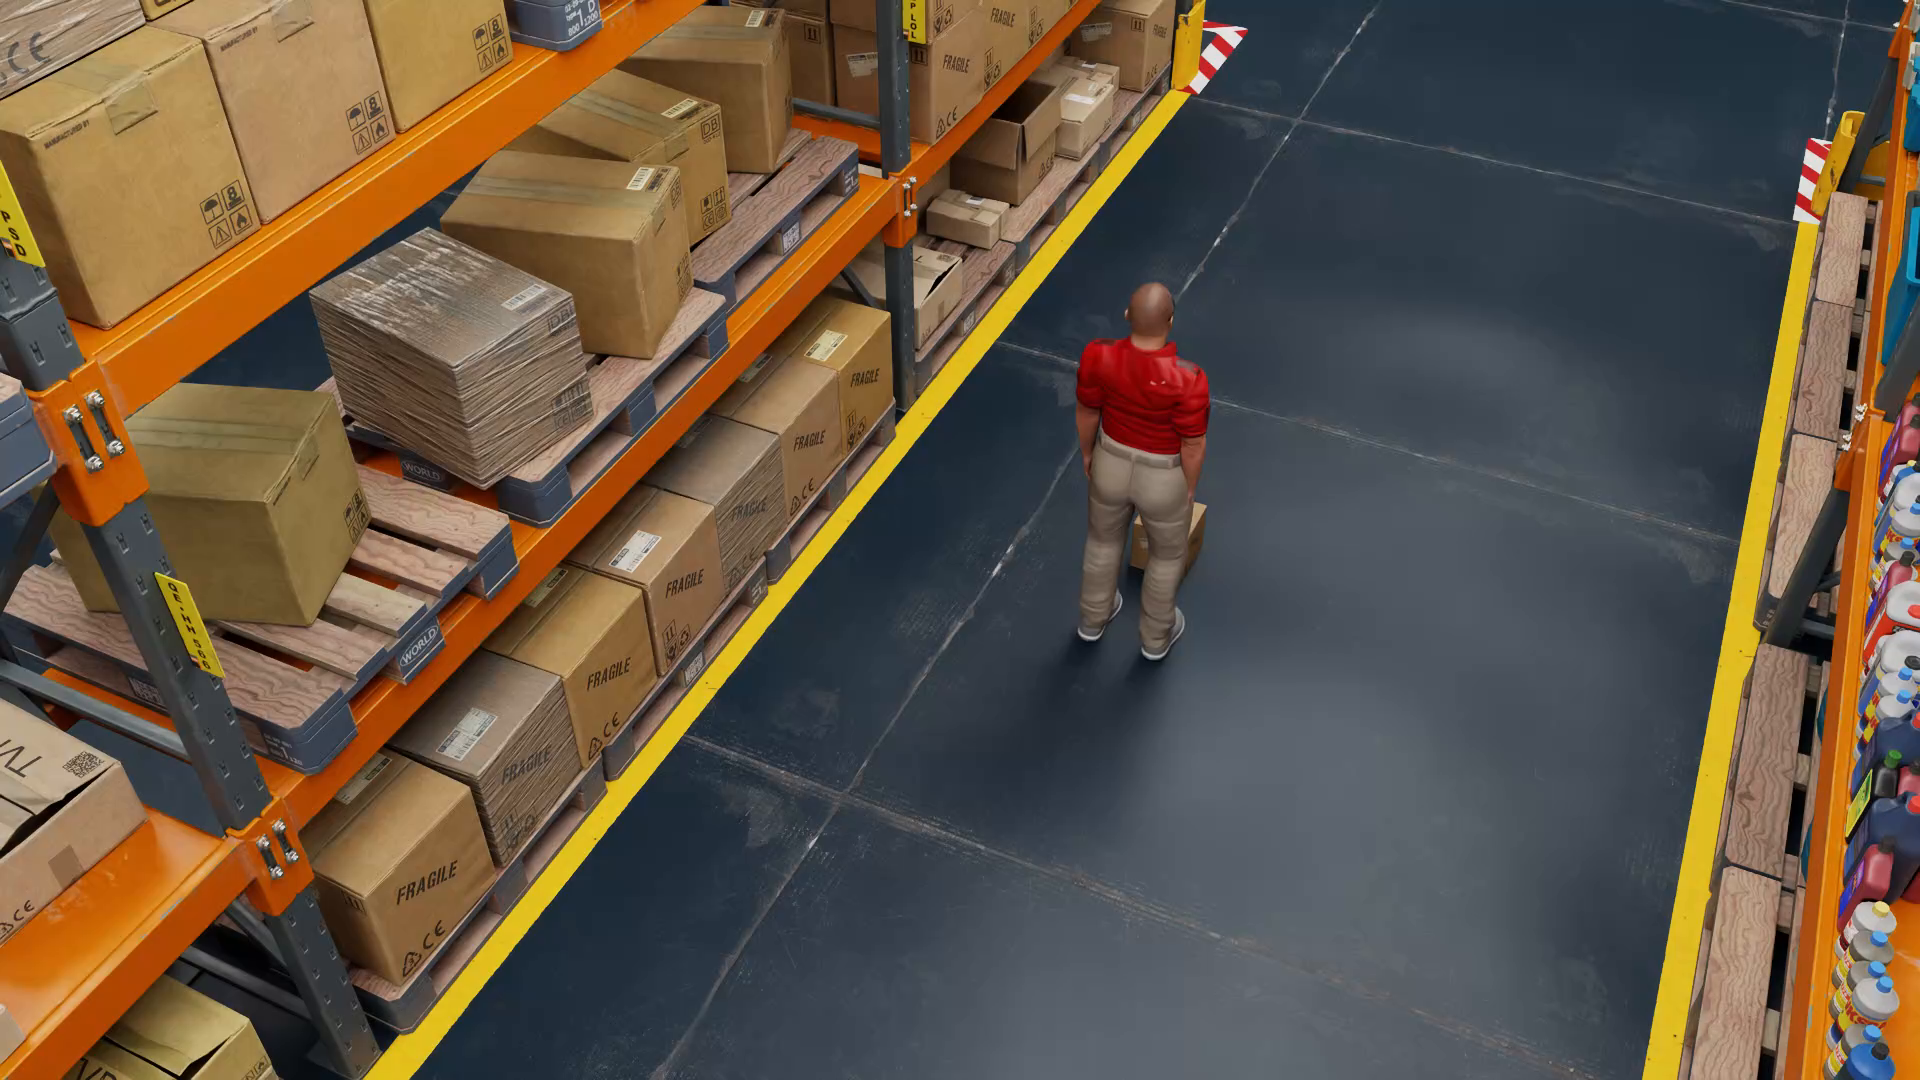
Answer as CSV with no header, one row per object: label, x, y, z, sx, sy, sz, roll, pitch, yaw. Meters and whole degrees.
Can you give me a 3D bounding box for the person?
person,0.706,-0.278,6.490,0.527,1.725,0.354,18,45,19
